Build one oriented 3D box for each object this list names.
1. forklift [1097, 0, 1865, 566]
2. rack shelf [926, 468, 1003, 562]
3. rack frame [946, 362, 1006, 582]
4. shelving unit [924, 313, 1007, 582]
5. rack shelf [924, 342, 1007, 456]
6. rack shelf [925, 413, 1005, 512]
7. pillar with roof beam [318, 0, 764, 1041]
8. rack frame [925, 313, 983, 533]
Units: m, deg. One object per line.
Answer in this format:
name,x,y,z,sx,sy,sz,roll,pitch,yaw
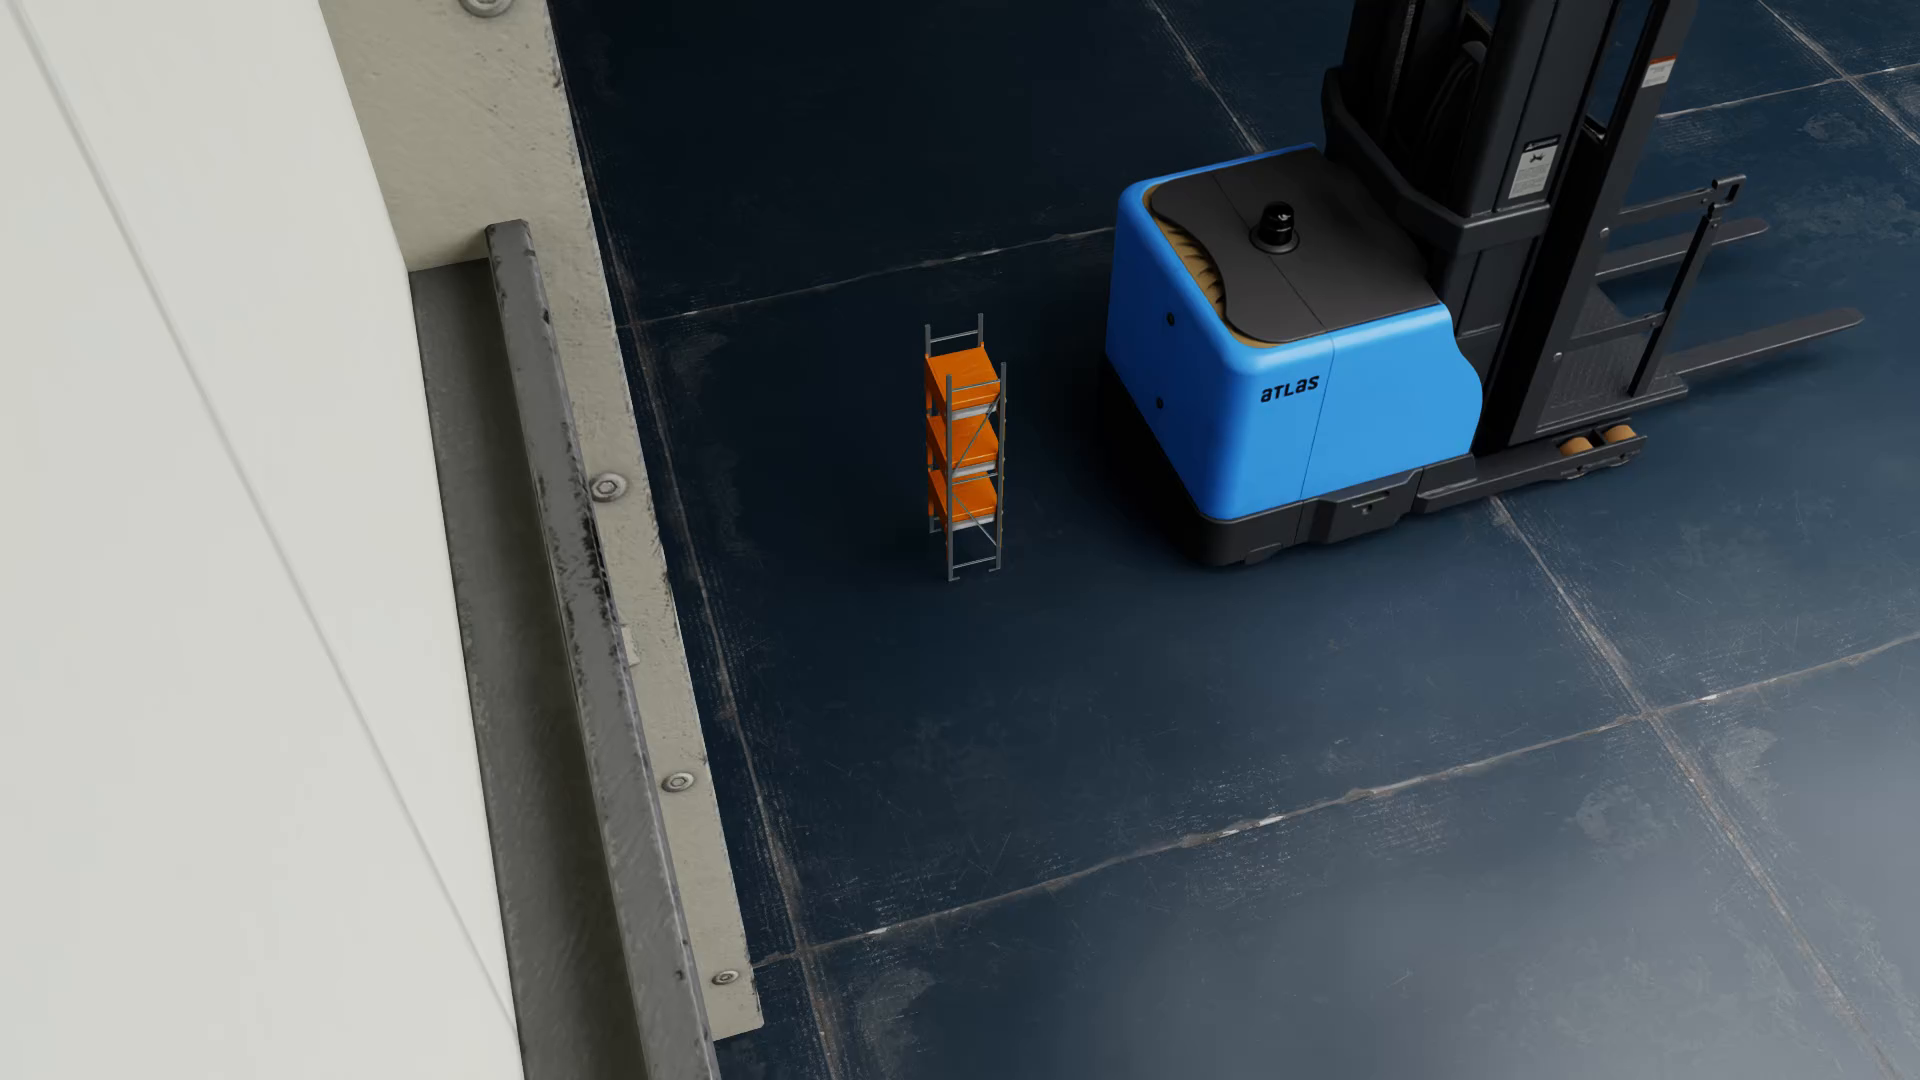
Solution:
forklift,2.122,-1.548,5.638,3.031,2.935,1.130,-15,52,-13
rack shelf,0.016,-0.113,6.036,0.215,0.259,0.240,-13,51,-11
rack frame,0.052,-0.210,5.741,0.200,1.050,0.008,-13,51,-11
shelving unit,0.016,-0.299,5.816,0.215,1.050,0.252,-13,51,-11
rack shelf,0.016,-0.475,5.607,0.215,0.259,0.240,-13,51,-11
rack shelf,0.016,-0.292,5.824,0.215,0.259,0.240,-13,51,-11
pillar with roof beam,3.317,-2.519,2.487,9.100,9.000,0.400,-13,51,-11
rack frame,-0.020,-0.388,5.891,0.200,1.050,0.008,-13,51,-11
